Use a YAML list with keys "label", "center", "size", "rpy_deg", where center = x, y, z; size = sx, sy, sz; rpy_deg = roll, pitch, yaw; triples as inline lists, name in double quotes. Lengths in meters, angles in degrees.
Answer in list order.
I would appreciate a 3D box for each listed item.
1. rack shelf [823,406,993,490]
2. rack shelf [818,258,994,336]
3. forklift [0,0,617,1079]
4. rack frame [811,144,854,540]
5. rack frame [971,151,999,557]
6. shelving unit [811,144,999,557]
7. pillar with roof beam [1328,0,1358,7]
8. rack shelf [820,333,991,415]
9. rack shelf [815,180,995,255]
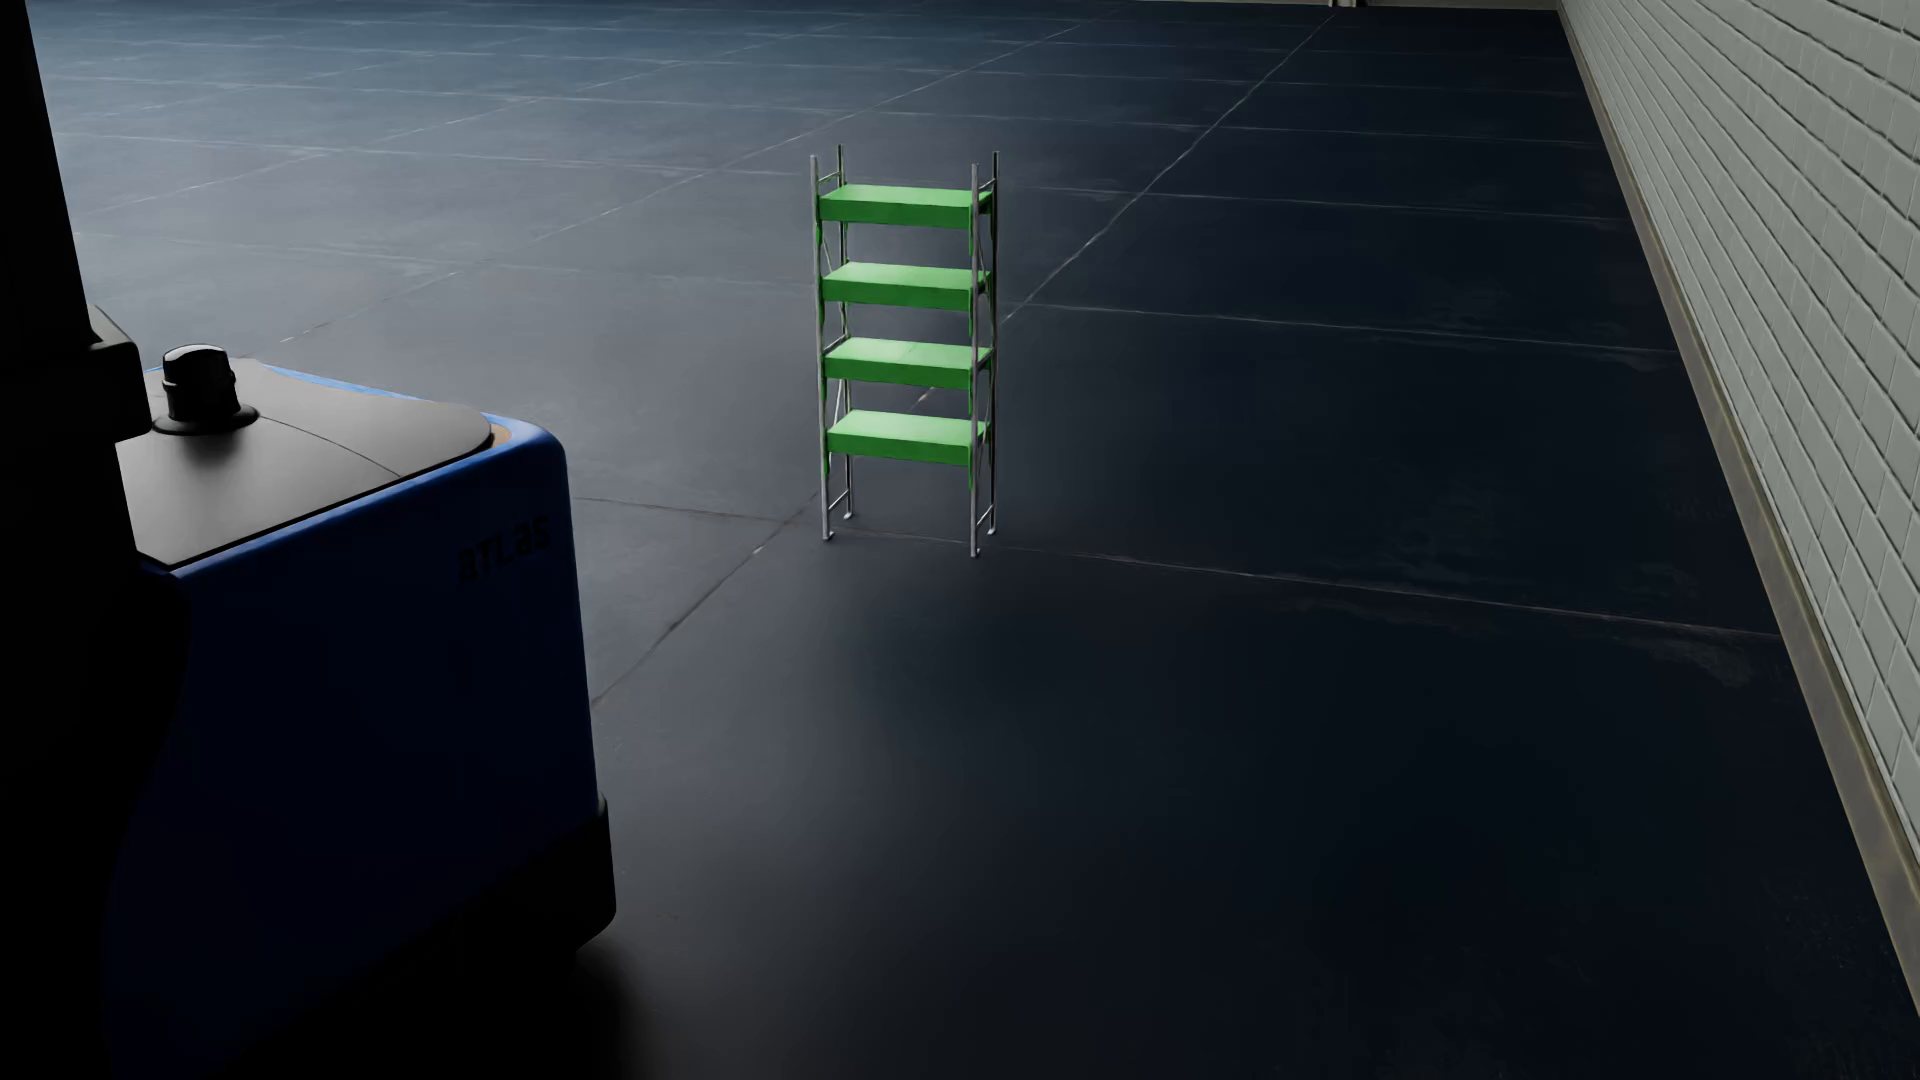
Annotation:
- label: "rack shelf"
  center: [-0.158, -0.292, 5.202]
  size: [0.480, 0.148, 0.258]
  rpy_deg: [7, 23, 16]
- label: "rack shelf"
  center: [-0.158, -0.736, 5.020]
  size: [0.480, 0.148, 0.258]
  rpy_deg: [7, 23, 16]
- label: "forklift"
  center: [-1.869, -0.175, 1.834]
  size: [1.130, 2.935, 3.031]
  rpy_deg: [13, 26, 28]
- label: "rack frame"
  center: [-0.392, -0.600, 5.152]
  size: [0.015, 1.200, 0.240]
  rpy_deg: [7, 23, 16]
- label: "rack frame"
  center: [0.075, -0.547, 5.021]
  size: [0.015, 1.200, 0.240]
  rpy_deg: [7, 23, 16]
- label: "shelving unit"
  center: [-0.158, -0.573, 5.087]
  size: [0.503, 1.200, 0.258]
  rpy_deg: [7, 23, 16]
- label: "pillar with roof beam"
  center: [4.353, -10.403, 18.773]
  size: [0.400, 9.000, 9.100]
  rpy_deg: [7, 23, 16]
- label: "rack shelf"
  center: [-0.158, -0.514, 5.111]
  size: [0.480, 0.148, 0.258]
  rpy_deg: [7, 23, 16]
- label: "rack shelf"
  center: [-0.158, -0.958, 4.929]
  size: [0.480, 0.148, 0.258]
  rpy_deg: [7, 23, 16]
